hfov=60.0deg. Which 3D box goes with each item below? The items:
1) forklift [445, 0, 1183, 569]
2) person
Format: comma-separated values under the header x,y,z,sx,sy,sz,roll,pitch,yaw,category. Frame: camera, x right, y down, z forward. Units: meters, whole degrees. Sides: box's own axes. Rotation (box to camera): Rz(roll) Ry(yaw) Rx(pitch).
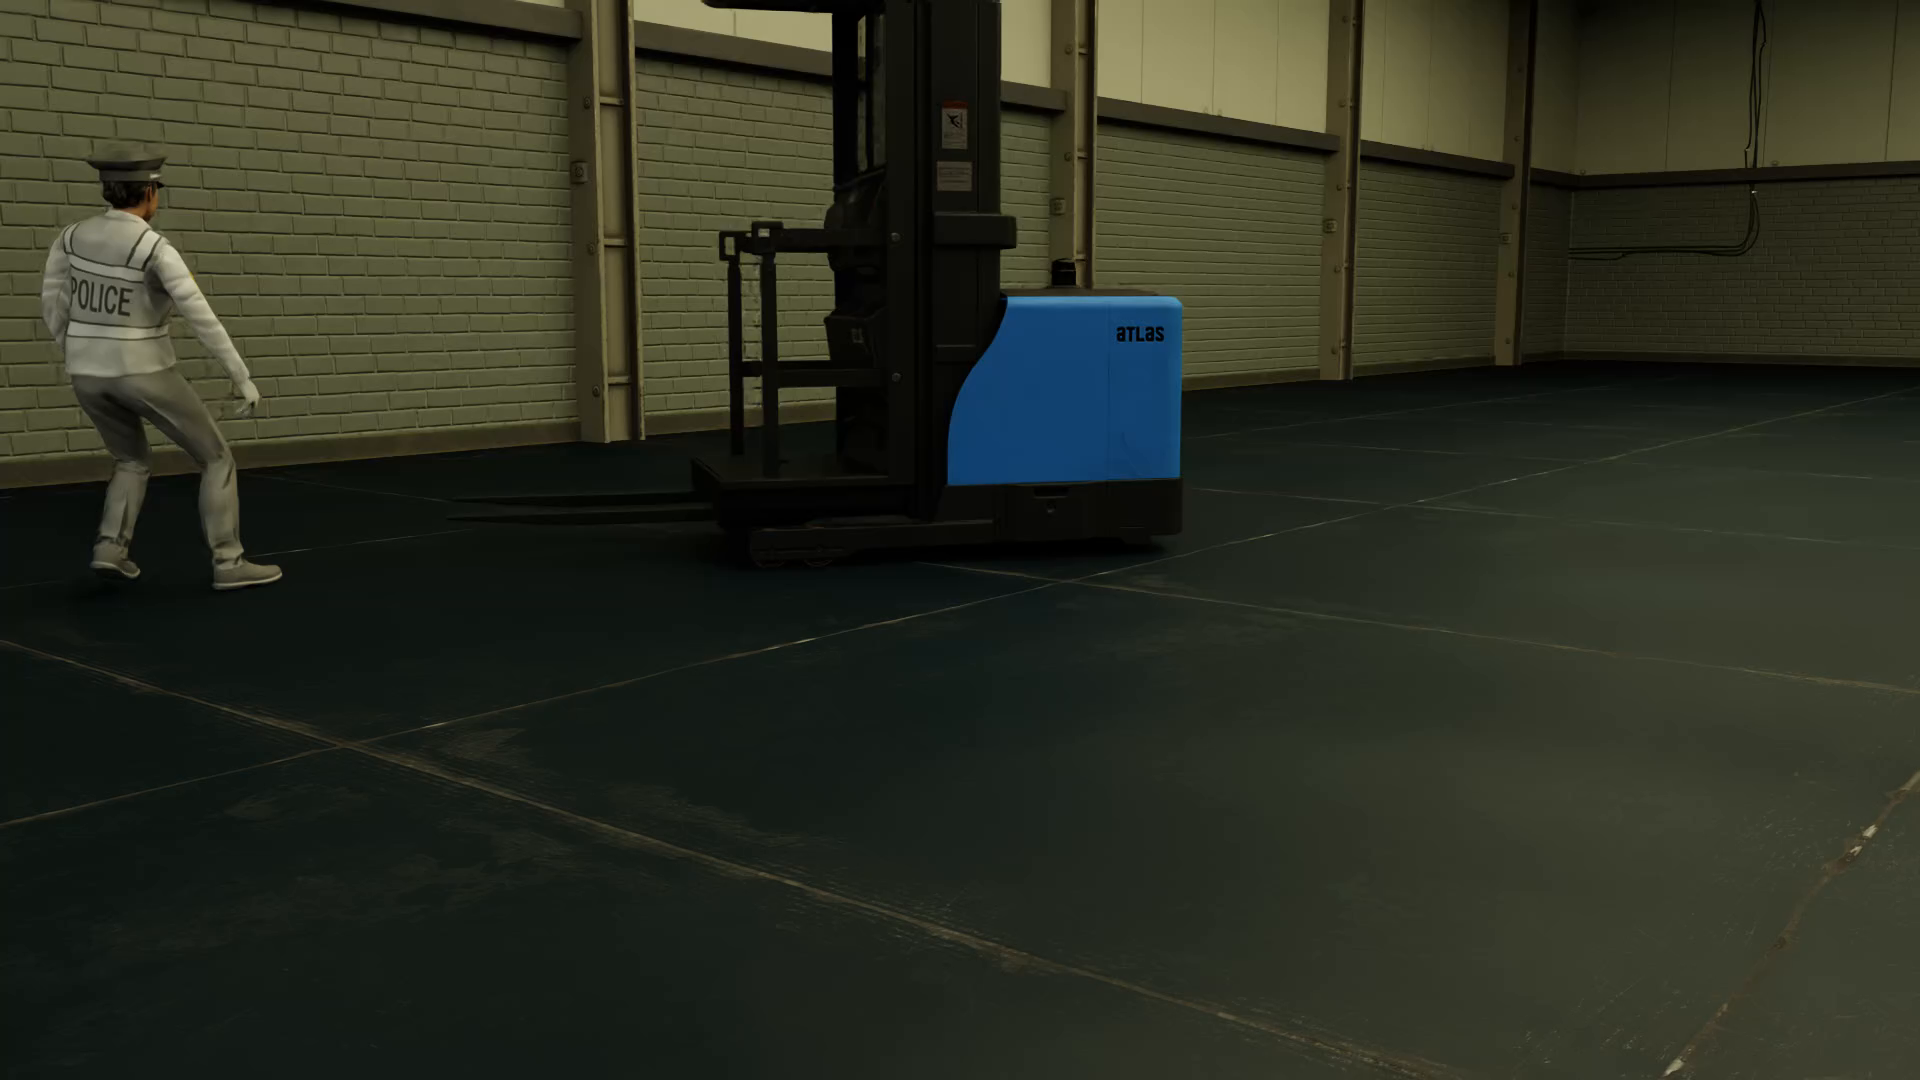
x,y,z,sx,sy,sz,roll,pitch,yaw,category
-0.623,-1.419,6.977,3.031,2.935,1.130,-2,9,-15,forklift
-2.930,-0.610,6.055,0.708,1.588,0.480,1,8,10,person
